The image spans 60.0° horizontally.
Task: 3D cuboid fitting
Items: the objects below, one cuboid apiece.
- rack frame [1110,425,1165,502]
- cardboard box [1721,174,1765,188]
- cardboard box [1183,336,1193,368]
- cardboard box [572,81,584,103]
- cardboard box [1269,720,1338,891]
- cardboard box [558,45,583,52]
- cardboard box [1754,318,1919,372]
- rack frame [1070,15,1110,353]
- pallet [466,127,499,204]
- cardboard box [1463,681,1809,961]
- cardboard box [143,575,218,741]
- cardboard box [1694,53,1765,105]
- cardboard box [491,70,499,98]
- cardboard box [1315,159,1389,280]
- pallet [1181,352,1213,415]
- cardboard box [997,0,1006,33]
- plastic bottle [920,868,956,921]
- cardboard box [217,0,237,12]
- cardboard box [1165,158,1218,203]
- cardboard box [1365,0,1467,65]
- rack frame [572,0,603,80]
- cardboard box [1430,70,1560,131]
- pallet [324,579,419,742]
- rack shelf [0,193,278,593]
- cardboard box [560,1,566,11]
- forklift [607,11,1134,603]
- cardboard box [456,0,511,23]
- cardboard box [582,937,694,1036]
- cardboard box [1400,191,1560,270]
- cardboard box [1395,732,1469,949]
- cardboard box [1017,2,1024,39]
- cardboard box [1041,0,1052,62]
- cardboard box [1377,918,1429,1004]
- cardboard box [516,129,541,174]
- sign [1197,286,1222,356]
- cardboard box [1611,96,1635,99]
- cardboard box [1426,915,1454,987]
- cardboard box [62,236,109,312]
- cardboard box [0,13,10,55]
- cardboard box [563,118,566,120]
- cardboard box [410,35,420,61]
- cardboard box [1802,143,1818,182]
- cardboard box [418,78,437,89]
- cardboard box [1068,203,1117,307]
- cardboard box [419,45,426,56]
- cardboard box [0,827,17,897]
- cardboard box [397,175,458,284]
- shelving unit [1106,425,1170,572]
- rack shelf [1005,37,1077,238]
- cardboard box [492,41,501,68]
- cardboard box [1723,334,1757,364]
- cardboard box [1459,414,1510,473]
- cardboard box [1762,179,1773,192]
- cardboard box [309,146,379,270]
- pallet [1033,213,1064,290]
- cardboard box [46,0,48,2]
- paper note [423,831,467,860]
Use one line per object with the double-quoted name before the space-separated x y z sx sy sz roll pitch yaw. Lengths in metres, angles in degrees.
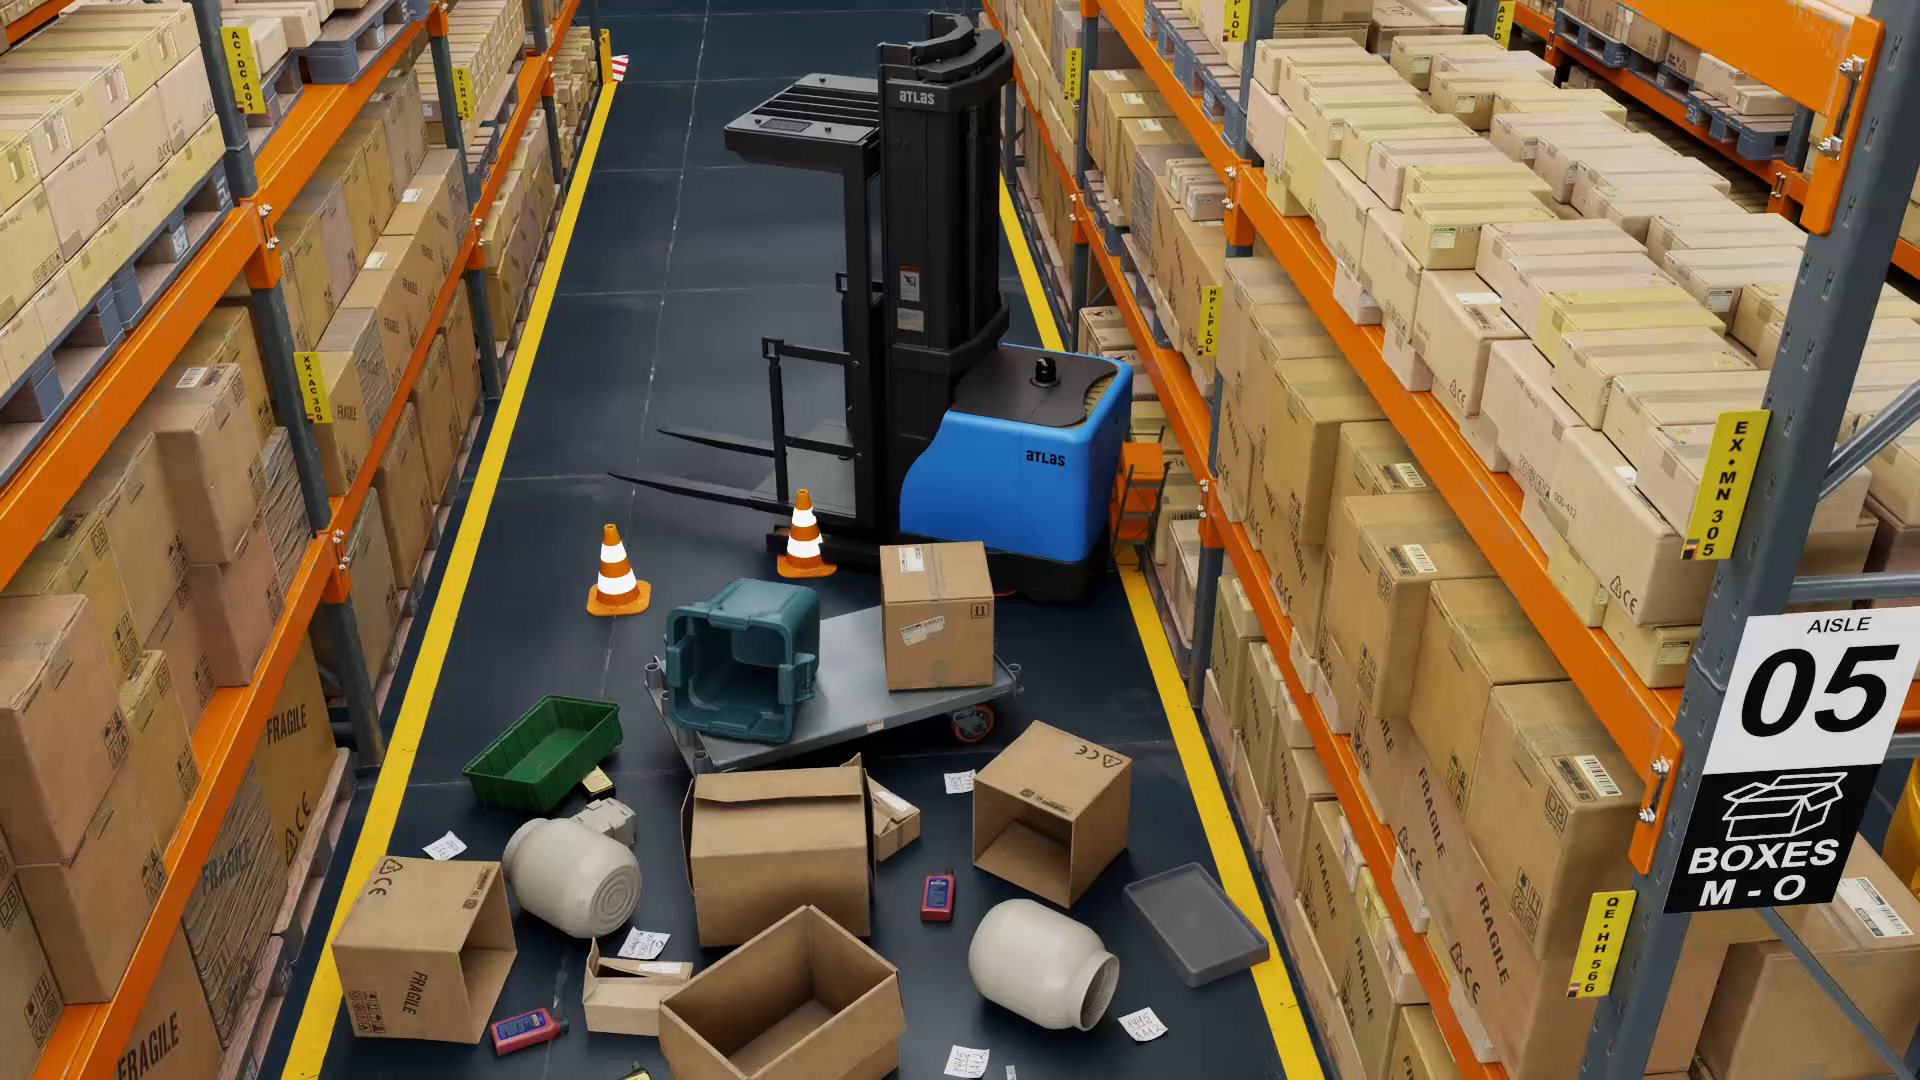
"rack frame" 0.939 -0.311 9.056 0.200 1.050 0.008 0 58 -3
"cardboard box" 5.887 -2.675 12.699 0.380 0.149 0.250 -4 31 -6
"cardboard box" 1.325 -0.950 8.252 0.380 0.149 0.250 -4 31 -6
"cardboard box" -3.881 -4.359 16.203 0.380 0.149 0.250 -2 31 -4
"cardboard box" 1.550 1.037 6.629 0.500 0.500 0.500 -1 31 -2
"cardboard box" -4.005 -4.892 16.806 0.380 0.149 0.250 -4 31 -7
"cardboard box" 2.197 -0.423 4.075 0.380 0.149 0.250 -3 31 -5
"rack frame" 1.281 -2.535 11.069 1.000 3.000 0.127 -3 31 -5
"pallet" -3.810 -2.523 11.236 1.213 0.211 1.003 -3 31 -5
"cardboard box" 1.764 0.699 4.292 0.700 0.500 0.500 -3 31 -6
"cardboard box" -3.210 0.480 5.875 0.875 0.550 0.550 -3 31 -5
"cardboard box" 5.802 -3.414 12.277 0.500 0.250 0.500 -4 31 -7
"cardboard box" -3.627 -3.367 12.297 0.380 0.149 0.250 -4 31 -6
"cardboard box" 1.515 -1.087 5.576 0.500 0.250 0.500 -2 31 -4
"pallet" 1.728 -0.808 8.364 1.003 0.211 1.213 -3 31 -5
"cardboard box" 0.610 -4.845 14.839 0.500 0.500 0.500 -2 31 -4
"plastic bottle" -0.092 1.517 7.150 0.133 0.061 0.283 2 31 4
"cardboard box" -3.647 -2.561 7.768 0.500 0.311 0.500 -4 31 -6
"cardboard box" 1.261 -1.837 8.471 0.380 0.149 0.250 -4 31 -7
"cardboard box" 2.000 -2.214 7.343 0.500 0.250 0.500 -4 31 -6
"rack frame" -4.385 -6.331 17.424 1.000 3.000 0.127 -3 31 -5
"cardboard box" 1.938 -1.598 6.042 0.380 0.149 0.250 -2 31 -3
"pallet" -3.411 0.603 8.535 1.003 0.211 1.213 -3 31 -5
"rack shelf" -3.077 -0.162 4.873 1.077 0.370 4.000 -3 31 -5
"cardboard box" -3.884 -5.011 15.459 0.380 0.149 0.250 -1 31 -2
"forklift" -0.585 -1.367 9.180 3.031 2.935 1.130 11 32 17
"cardboard box" -3.731 -4.152 13.031 0.380 0.149 0.250 -4 31 -6
"cardboard box" -1.270 1.759 6.546 0.396 0.266 0.258 2 31 4
"cardboard box" 1.526 -0.913 4.895 0.380 0.149 0.250 -2 31 -3
"cardboard box" 1.661 0.859 5.000 0.500 0.500 0.500 -3 31 -4
"cardboard box" 0.745 -4.225 13.556 0.500 0.250 0.500 -2 31 -4
"cardboard box" 0.877 -3.774 12.071 0.500 0.500 0.500 -3 31 -5
"cardboard box" 1.593 1.368 5.442 0.380 0.149 0.250 -2 31 -3
"cardboard box" -3.655 -3.087 13.289 0.500 0.250 0.500 -1 31 -2
"sign" 1.103 -0.962 7.306 0.100 0.325 0.005 -3 31 -5
"cardboard box" 5.721 -3.869 14.698 0.380 0.149 0.250 -4 31 -6
"cardboard box" 1.644 1.220 5.027 0.380 0.149 0.250 -3 31 -5
"cardboard box" -2.791 -0.786 4.954 0.380 0.149 0.250 -3 31 -5
"cardboard box" -3.568 -1.748 5.786 0.380 0.149 0.250 -2 31 -4
"cardboard box" -3.959 -3.970 15.841 0.380 0.149 0.250 -4 31 -7
"cardboard box" -4.330 -3.731 12.617 0.380 0.149 0.250 -2 31 -3
"cardboard box" 6.021 -2.472 11.110 0.500 0.250 0.500 -3 31 -4
"cardboard box" -3.516 -2.957 11.030 0.380 0.149 0.250 -4 31 -6
"cardboard box" 1.299 -2.160 12.104 0.875 0.875 0.875 -3 31 -5
"cardboard box" -4.359 -3.741 12.923 0.380 0.149 0.250 -2 31 -4
"cardboard box" -3.030 0.842 4.215 0.875 0.550 0.550 -3 31 -5
"cardboard box" -3.283 -1.818 9.770 0.500 0.500 0.500 -3 31 -5
"shelving unit" 0.943 -0.207 8.991 0.215 1.050 0.252 0 58 -3
"rack shelf" 1.094 -3.247 12.963 1.077 0.370 4.000 -3 31 -5
"cardboard box" -3.651 -3.622 12.435 0.380 0.149 0.250 -3 31 -4
"cardboard box" 2.210 -0.329 4.307 0.500 0.250 0.500 -3 31 -5
"cardboard box" 1.642 -0.320 4.680 0.380 0.149 0.250 -3 31 -5
"cardboard box" 6.383 -2.702 12.744 0.380 0.149 0.250 -2 31 -4
"cardboard box" -3.459 -1.708 8.612 0.700 0.500 0.500 -3 31 -5
"pallet" 1.172 -2.366 13.505 1.003 0.211 1.213 -3 31 -5
"cardboard box" -8.850 -5.217 15.804 0.380 0.149 0.250 -3 31 -4
"paper note" -2.300 1.370 7.426 0.142 0.020 0.147 27 40 37
